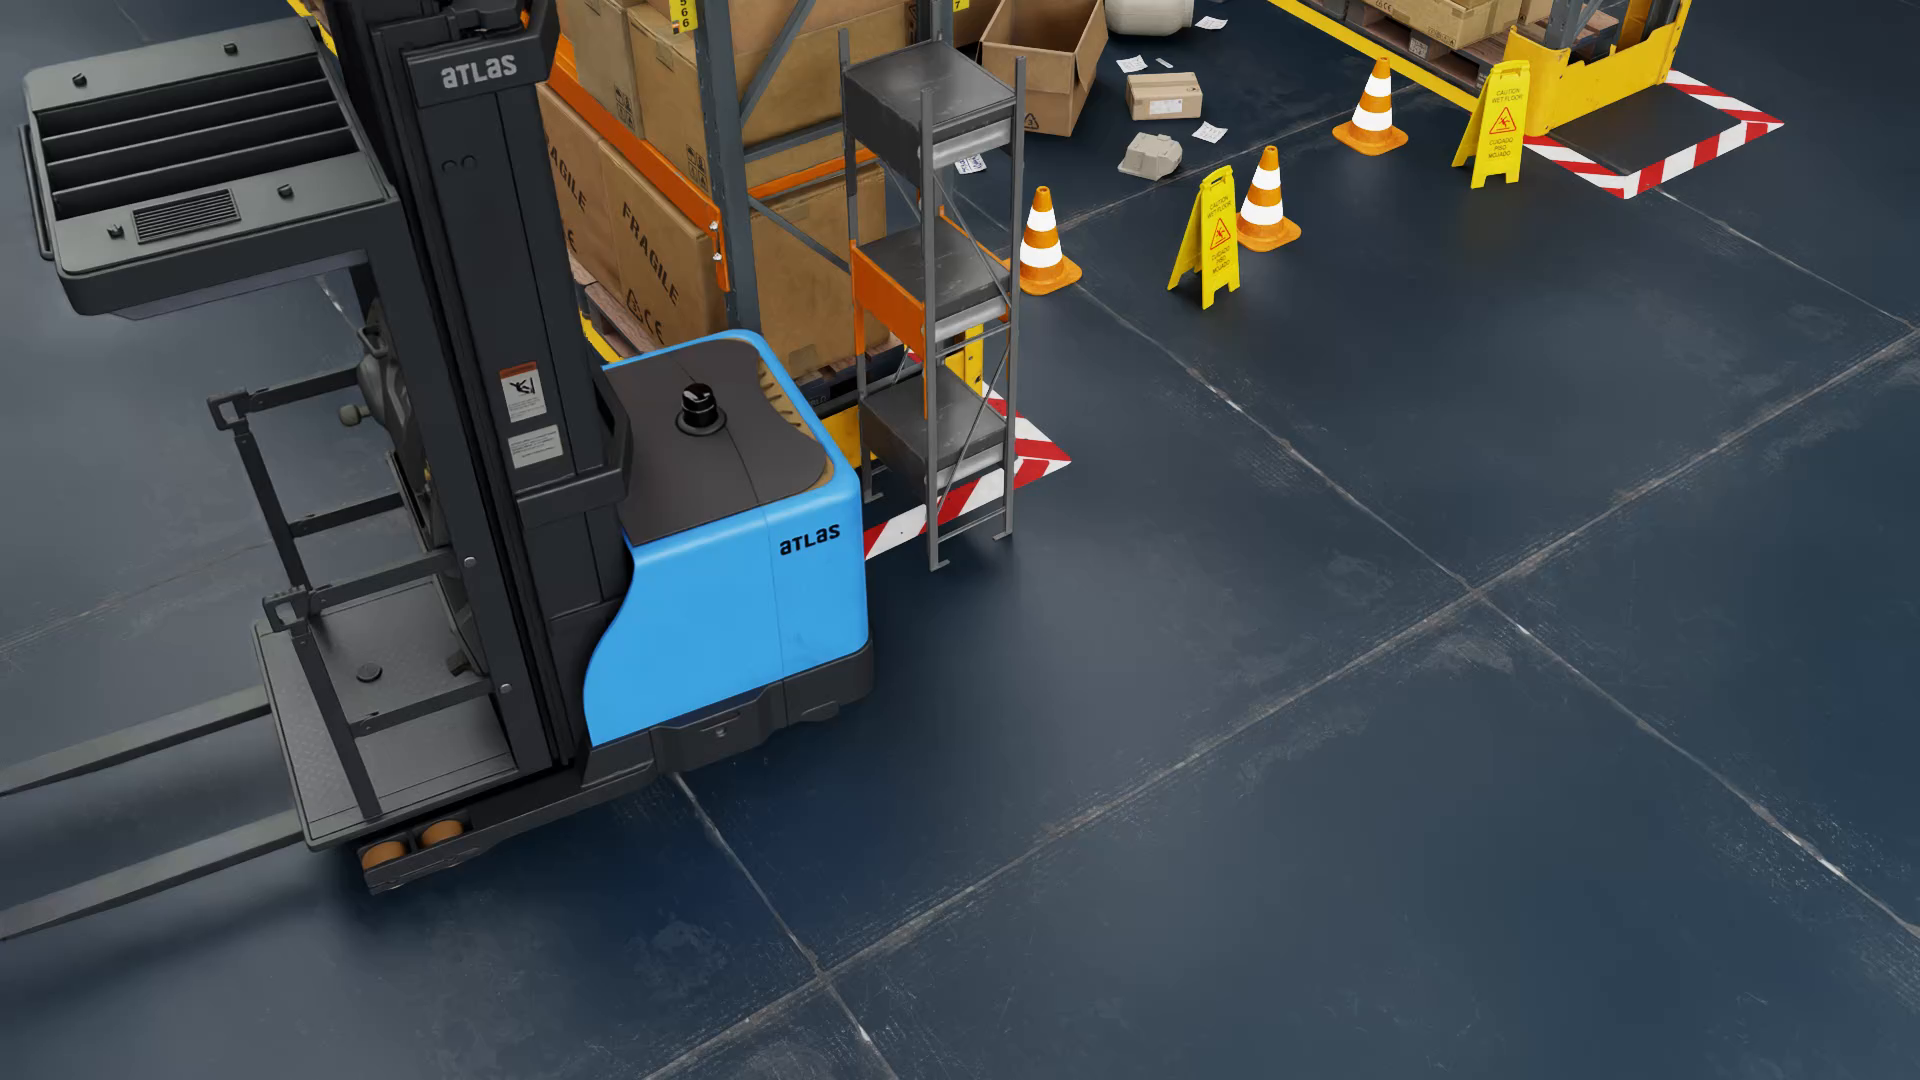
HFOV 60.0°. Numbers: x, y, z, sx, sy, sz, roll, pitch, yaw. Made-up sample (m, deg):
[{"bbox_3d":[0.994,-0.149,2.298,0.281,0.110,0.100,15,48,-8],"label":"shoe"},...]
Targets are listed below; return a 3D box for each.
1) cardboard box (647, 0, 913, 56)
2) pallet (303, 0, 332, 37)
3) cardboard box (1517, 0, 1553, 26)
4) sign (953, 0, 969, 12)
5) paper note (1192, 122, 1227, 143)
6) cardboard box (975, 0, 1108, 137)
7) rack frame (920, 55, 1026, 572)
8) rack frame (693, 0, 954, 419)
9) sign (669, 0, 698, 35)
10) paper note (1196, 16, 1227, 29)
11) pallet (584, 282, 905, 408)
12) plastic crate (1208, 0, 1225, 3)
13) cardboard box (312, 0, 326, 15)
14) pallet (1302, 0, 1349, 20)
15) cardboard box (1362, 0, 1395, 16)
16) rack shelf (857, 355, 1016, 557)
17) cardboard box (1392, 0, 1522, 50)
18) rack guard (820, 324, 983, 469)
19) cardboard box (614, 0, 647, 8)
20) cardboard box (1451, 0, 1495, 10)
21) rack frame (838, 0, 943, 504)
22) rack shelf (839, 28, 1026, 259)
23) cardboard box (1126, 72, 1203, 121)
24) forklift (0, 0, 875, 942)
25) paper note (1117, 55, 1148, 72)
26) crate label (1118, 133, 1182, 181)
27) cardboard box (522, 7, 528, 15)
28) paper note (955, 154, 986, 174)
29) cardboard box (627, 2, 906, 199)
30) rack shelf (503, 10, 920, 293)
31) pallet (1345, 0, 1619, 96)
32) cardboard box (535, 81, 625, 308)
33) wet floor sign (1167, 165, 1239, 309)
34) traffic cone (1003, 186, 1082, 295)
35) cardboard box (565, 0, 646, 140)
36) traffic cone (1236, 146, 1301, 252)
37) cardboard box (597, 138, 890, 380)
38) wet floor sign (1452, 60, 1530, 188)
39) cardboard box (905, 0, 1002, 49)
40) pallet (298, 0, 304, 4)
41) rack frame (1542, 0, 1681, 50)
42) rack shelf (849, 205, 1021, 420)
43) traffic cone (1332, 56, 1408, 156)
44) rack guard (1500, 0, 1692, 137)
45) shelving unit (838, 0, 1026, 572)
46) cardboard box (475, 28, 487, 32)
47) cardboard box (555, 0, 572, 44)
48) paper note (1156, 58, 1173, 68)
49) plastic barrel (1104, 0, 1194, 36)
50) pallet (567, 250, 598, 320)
[{"bbox_3d":[-0.648,-2.204,5.996,0.875,0.550,0.550,-26,49,-24],"label":"cardboard box"},{"bbox_3d":[-3.259,-3.198,9.947,1.003,0.211,1.213,-26,49,-24],"label":"pallet"},{"bbox_3d":[3.300,-3.270,9.690,0.500,0.250,0.500,-26,49,-25],"label":"cardboard box"},{"bbox_3d":[-0.009,-2.092,6.085,0.100,0.325,0.005,-26,49,-24],"label":"sign"},{"bbox_3d":[1.361,-2.222,9.055,0.142,0.019,0.148,26,49,25],"label":"paper note"},{"bbox_3d":[0.454,-2.638,9.149,0.637,0.503,0.797,11,45,11],"label":"cardboard box"},{"bbox_3d":[0.045,-0.715,5.978,0.400,2.100,0.015,-26,49,-24],"label":"rack frame"},{"bbox_3d":[-0.467,-1.534,6.185,1.000,3.000,0.127,-26,49,-24],"label":"rack frame"},{"bbox_3d":[-0.920,-1.832,5.487,0.100,0.325,0.005,-26,49,-24],"label":"sign"},{"bbox_3d":[1.511,-3.107,9.982,0.148,0.019,0.142,26,49,25],"label":"paper note"},{"bbox_3d":[-0.989,-0.947,7.590,1.003,0.211,1.213,-26,49,-24],"label":"pallet"},{"bbox_3d":[1.472,-3.543,10.403,0.583,0.080,0.402,26,49,25],"label":"plastic crate"},{"bbox_3d":[-3.185,-3.454,9.521,1.050,0.750,0.750,-26,49,-25],"label":"cardboard box"},{"bbox_3d":[2.362,-3.746,10.521,1.003,0.211,1.213,-26,49,-24],"label":"pallet"},{"bbox_3d":[2.562,-3.352,9.776,0.500,0.250,0.500,-26,49,-24],"label":"cardboard box"},{"bbox_3d":[-0.095,-0.337,6.616,0.431,0.518,0.480,-26,49,-24],"label":"rack shelf"},{"bbox_3d":[2.838,-3.069,9.480,0.500,0.250,0.500,-26,49,-25],"label":"cardboard box"},{"bbox_3d":[-0.454,-0.616,7.034,1.175,0.500,0.348,-26,49,-24],"label":"rack guard"},{"bbox_3d":[-1.038,-2.479,6.284,0.875,0.550,0.550,-26,49,-24],"label":"cardboard box"},{"bbox_3d":[2.863,-3.326,9.206,0.500,0.500,0.500,-25,49,-24],"label":"cardboard box"},{"bbox_3d":[-0.234,-0.991,6.268,0.400,2.100,0.015,-26,49,-24],"label":"rack frame"},{"bbox_3d":[-0.095,-1.350,5.649,0.431,0.518,0.480,-26,49,-24],"label":"rack shelf"},{"bbox_3d":[1.129,-2.460,9.219,0.380,0.149,0.250,-3,44,-4],"label":"cardboard box"},{"bbox_3d":[-1.865,-0.317,4.959,3.031,2.935,1.130,-19,47,-19],"label":"forklift"},{"bbox_3d":[0.999,-2.758,9.625,0.148,0.019,0.142,-10,45,-11],"label":"paper note"},{"bbox_3d":[1.014,-2.035,8.782,0.298,0.136,0.250,18,47,18],"label":"crate label"},{"bbox_3d":[-1.604,-2.734,7.333,0.875,0.550,0.500,-26,49,-24],"label":"cardboard box"},{"bbox_3d":[0.052,-1.995,8.819,0.144,0.017,0.142,-10,45,-11],"label":"paper note"},{"bbox_3d":[-0.717,-1.781,6.334,0.875,0.550,0.550,-26,49,-24],"label":"cardboard box"},{"bbox_3d":[-1.611,-2.407,7.620,1.077,0.370,4.000,-26,49,-24],"label":"rack shelf"},{"bbox_3d":[3.056,-3.055,9.798,1.003,0.211,1.213,-26,49,-24],"label":"pallet"},{"bbox_3d":[-1.415,-1.773,7.669,0.875,0.875,0.875,-26,50,-25],"label":"cardboard box"},{"bbox_3d":[1.173,-1.448,7.800,0.267,0.644,0.232,-35,53,-31],"label":"wet floor sign"},{"bbox_3d":[0.394,-1.478,7.963,0.336,0.463,0.334,-26,49,-24],"label":"traffic cone"},{"bbox_3d":[-1.049,-2.083,6.652,0.875,0.550,0.550,-26,49,-24],"label":"cardboard box"},{"bbox_3d":[1.515,-1.732,8.229,0.336,0.463,0.334,-26,49,-24],"label":"traffic cone"},{"bbox_3d":[-0.909,-1.275,7.148,0.875,0.875,0.875,-25,49,-24],"label":"cardboard box"},{"bbox_3d":[2.766,-2.165,8.550,0.267,0.644,0.232,-10,45,-11],"label":"wet floor sign"},{"bbox_3d":[-0.088,-3.214,9.654,0.797,0.637,0.503,-26,49,-24],"label":"cardboard box"},{"bbox_3d":[-3.961,-3.890,10.672,1.003,0.211,1.213,-26,49,-24],"label":"pallet"},{"bbox_3d":[3.535,-3.547,8.293,1.000,3.000,0.127,-26,49,-24],"label":"rack frame"},{"bbox_3d":[-0.095,-0.843,6.133,0.431,0.518,0.480,-26,49,-24],"label":"rack shelf"},{"bbox_3d":[2.231,-2.363,8.890,0.336,0.463,0.334,-26,49,-24],"label":"traffic cone"},{"bbox_3d":[3.491,-2.686,9.201,1.175,0.500,0.348,-26,49,-24],"label":"rack guard"},{"bbox_3d":[-0.095,-0.853,6.123,0.431,2.100,0.503,-26,49,-24],"label":"shelving unit"},{"bbox_3d":[-1.934,-2.290,8.211,0.875,0.875,0.875,-25,49,-24],"label":"cardboard box"},{"bbox_3d":[-1.267,-2.450,7.036,0.875,0.550,0.550,-26,49,-24],"label":"cardboard box"},{"bbox_3d":[1.184,-2.765,9.639,0.032,0.001,0.123,-26,49,-24],"label":"paper note"},{"bbox_3d":[1.111,-3.187,9.781,0.512,0.421,0.421,4,44,4],"label":"plastic barrel"},{"bbox_3d":[-1.683,-1.638,8.313,1.003,0.211,1.213,-26,49,-24],"label":"pallet"}]
